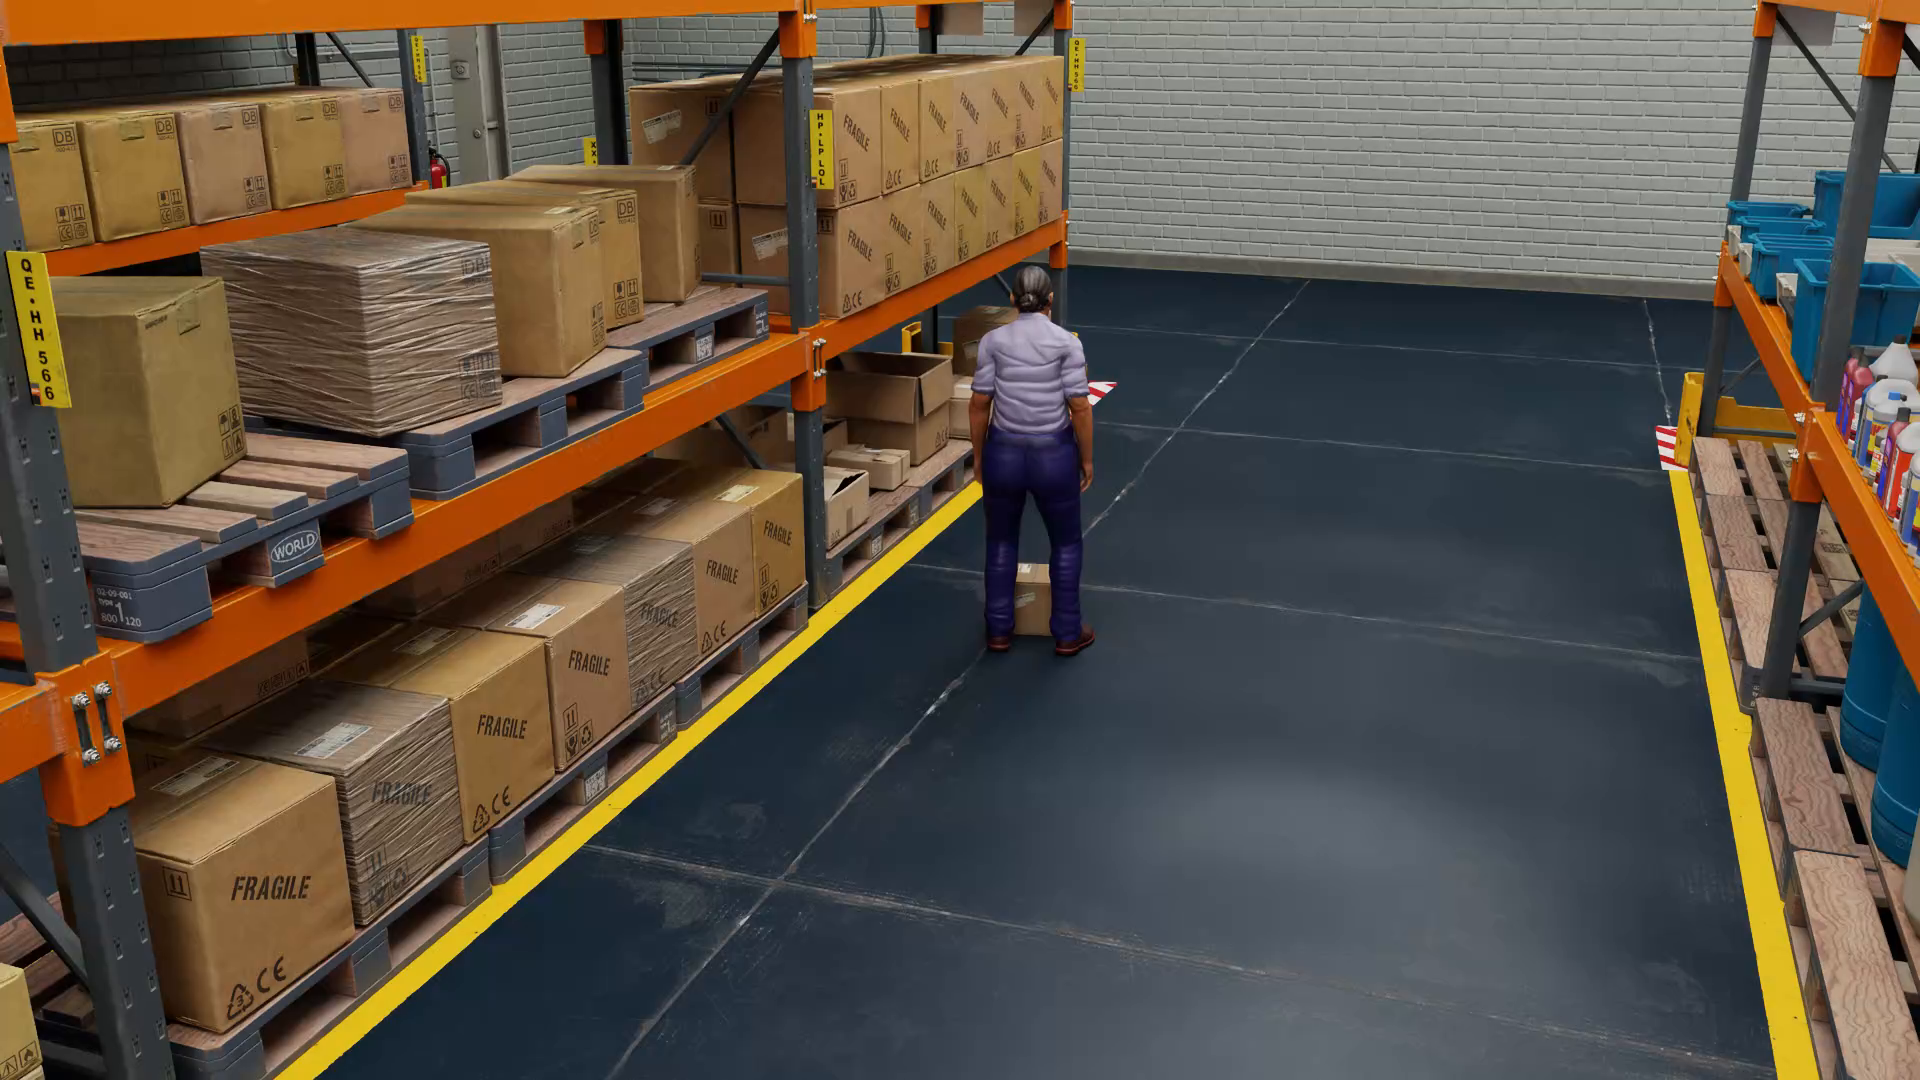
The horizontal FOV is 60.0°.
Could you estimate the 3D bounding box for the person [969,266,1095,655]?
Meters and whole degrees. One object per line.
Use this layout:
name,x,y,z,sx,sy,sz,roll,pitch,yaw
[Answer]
person,0.308,-0.321,7.019,0.538,1.652,0.377,4,19,11
